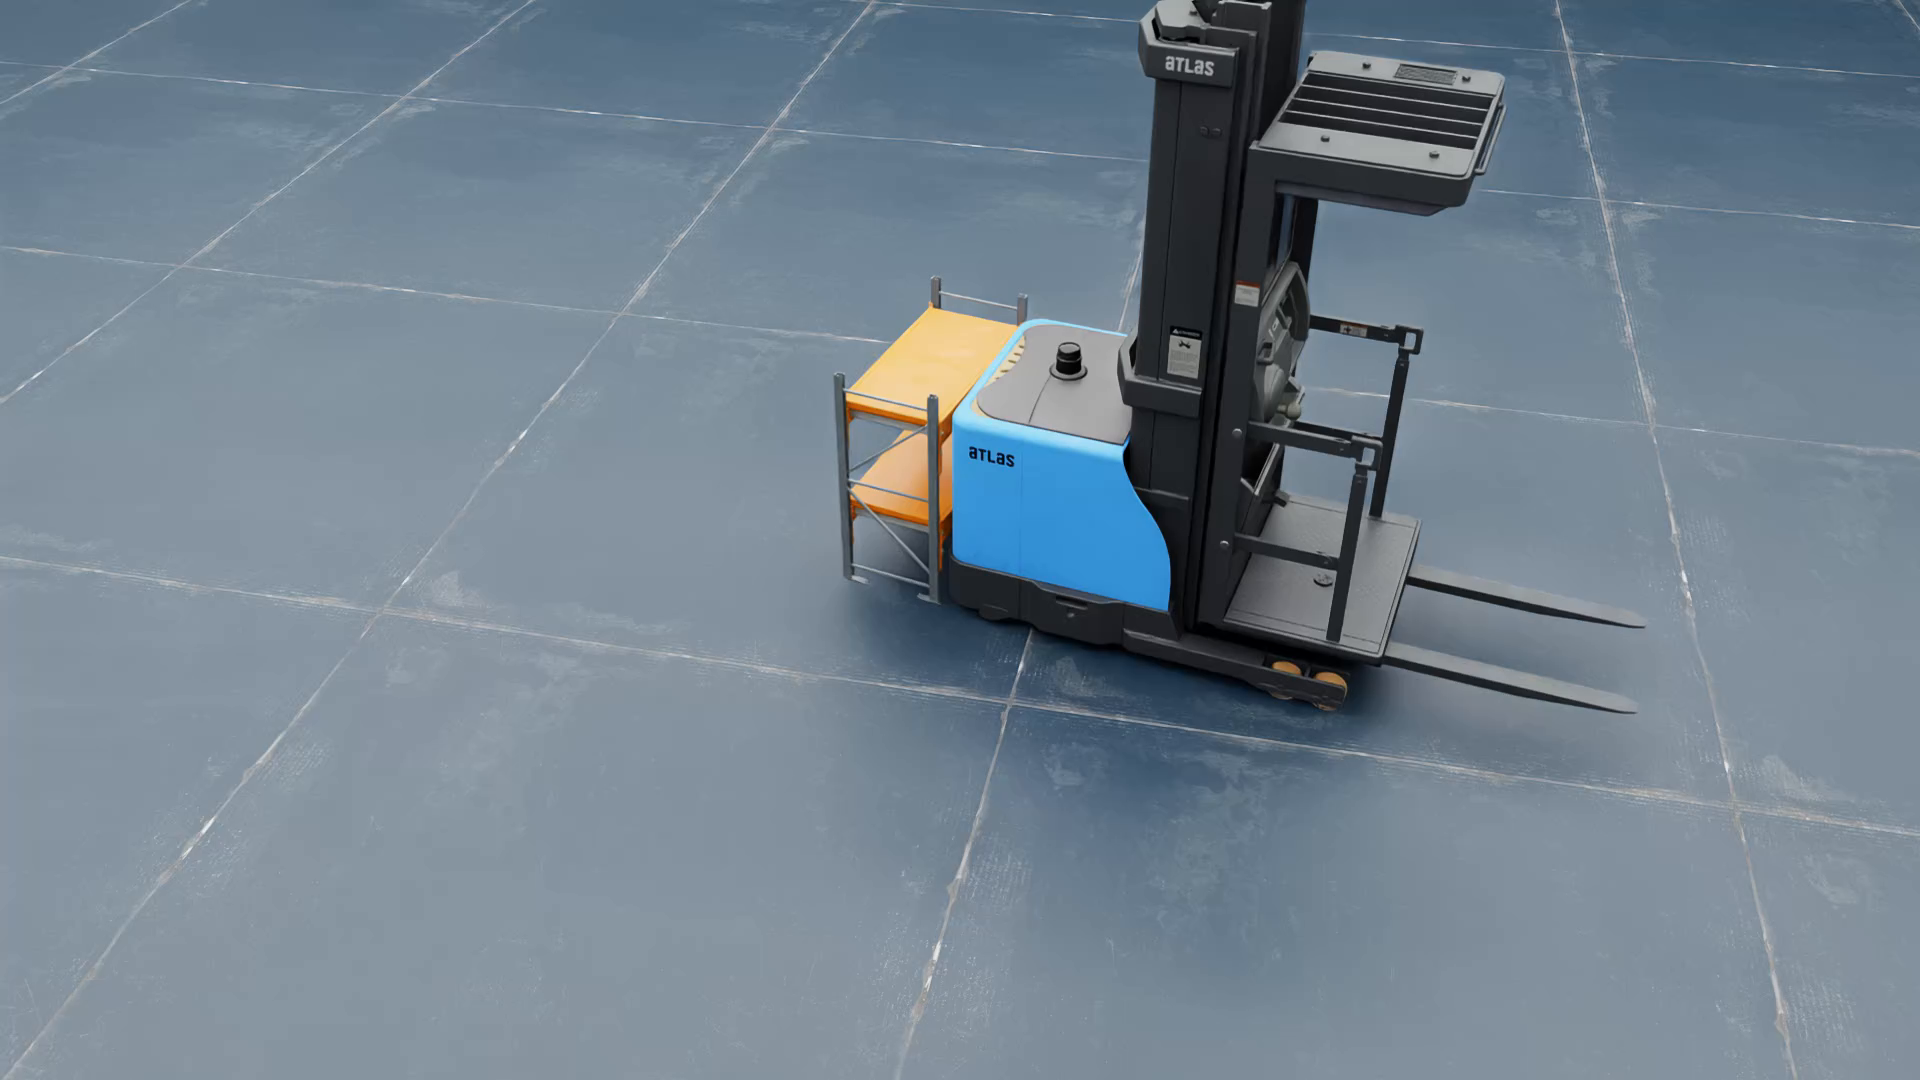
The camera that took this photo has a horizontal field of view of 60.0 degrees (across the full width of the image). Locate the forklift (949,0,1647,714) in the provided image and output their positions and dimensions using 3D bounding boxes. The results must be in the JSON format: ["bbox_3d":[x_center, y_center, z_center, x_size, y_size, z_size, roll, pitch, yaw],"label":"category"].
[{"bbox_3d":[1.520,-0.801,6.858,3.031,2.935,1.130,13,38,17],"label":"forklift"}]

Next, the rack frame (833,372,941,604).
[{"bbox_3d":[-0.326,-0.222,7.598,0.500,1.125,0.032,15,38,19],"label":"rack frame"}]

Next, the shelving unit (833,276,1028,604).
[{"bbox_3d":[-0.117,-0.494,7.974,0.538,1.125,1.048,15,38,19],"label":"shelving unit"}]

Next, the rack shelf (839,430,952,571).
[{"bbox_3d":[-0.117,-0.296,8.117,0.538,0.278,1.000,15,38,19],"label":"rack shelf"}]

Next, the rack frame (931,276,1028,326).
[{"bbox_3d":[0.091,-0.766,8.349,0.500,1.125,0.032,15,38,19],"label":"rack frame"}]

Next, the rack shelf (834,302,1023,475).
[{"bbox_3d":[-0.117,-0.731,7.802,0.538,0.278,1.000,15,38,19],"label":"rack shelf"}]
